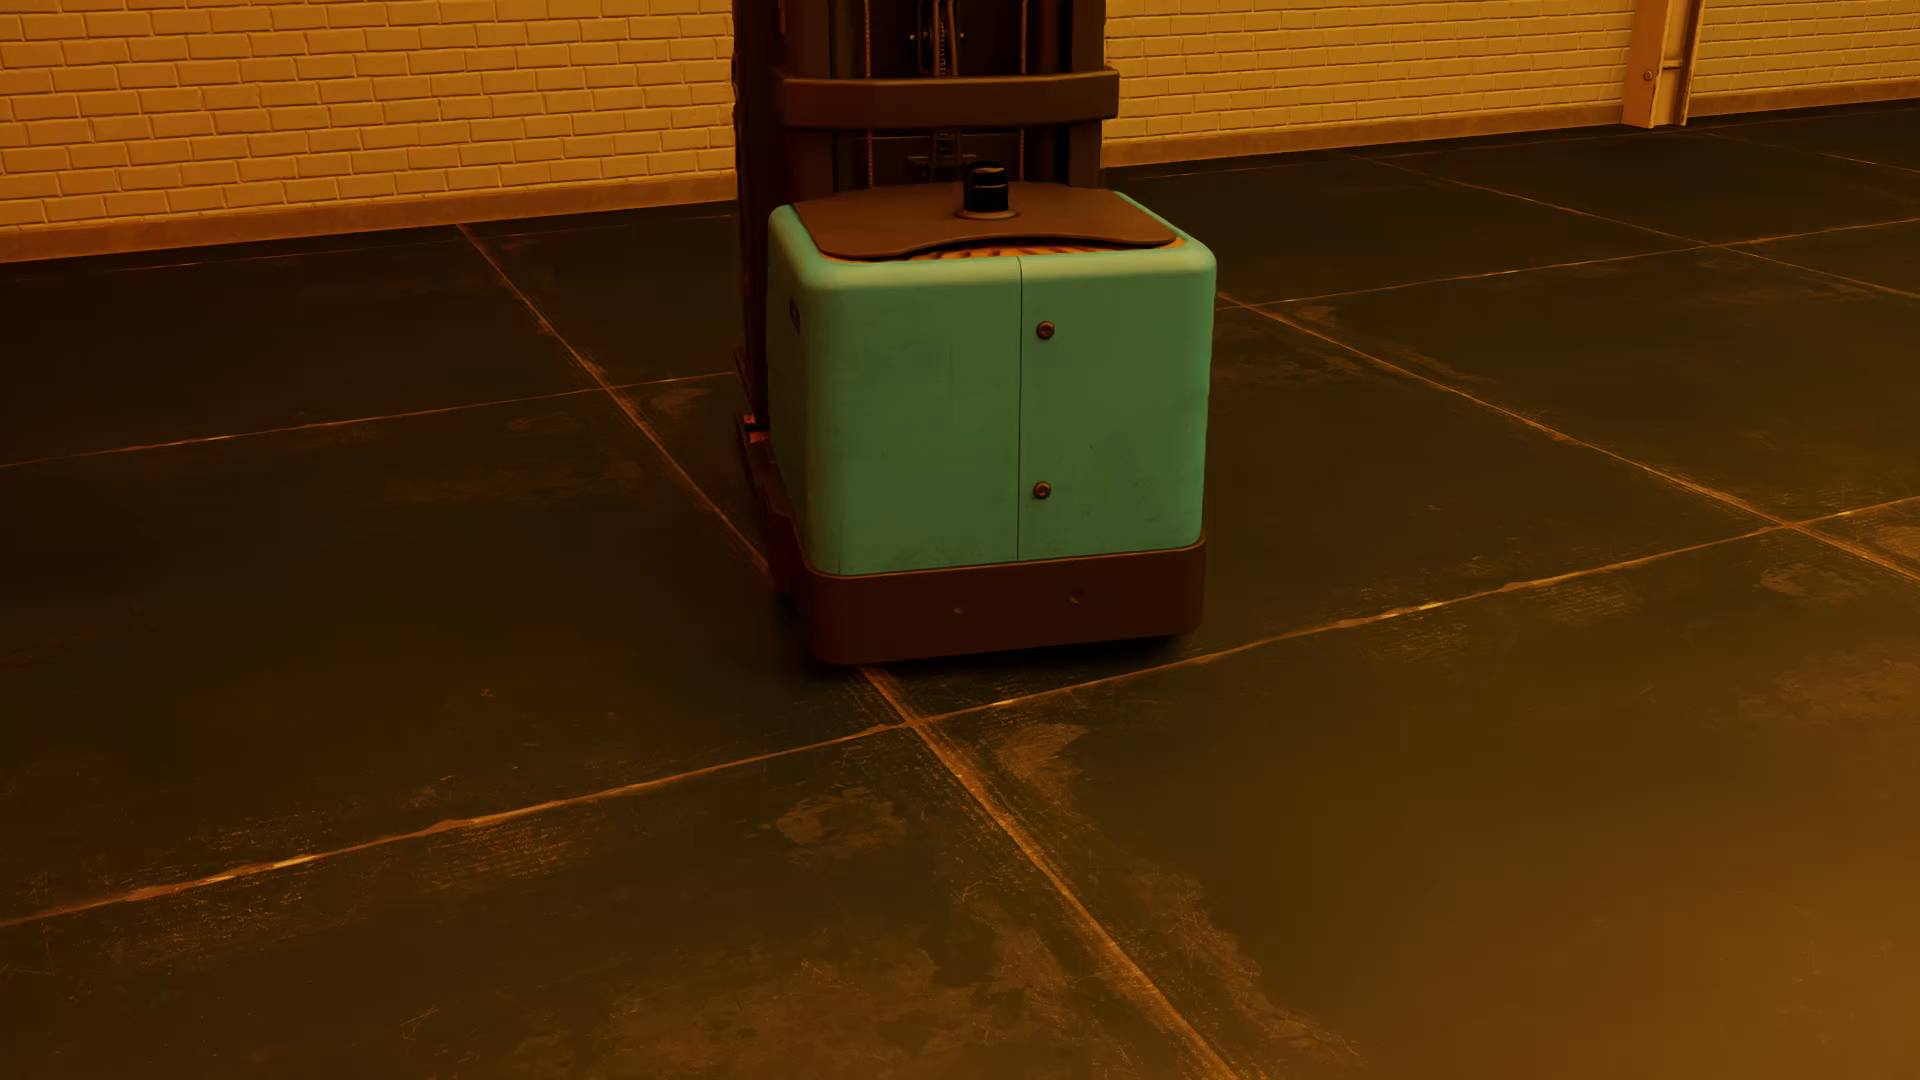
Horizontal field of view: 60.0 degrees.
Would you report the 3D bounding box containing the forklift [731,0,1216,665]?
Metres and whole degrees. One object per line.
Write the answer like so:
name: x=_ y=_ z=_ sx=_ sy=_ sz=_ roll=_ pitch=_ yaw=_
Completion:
forklift: x=-0.166 y=-1.575 z=5.078 sx=1.130 sy=2.935 sz=3.031 roll=-5 pitch=23 yaw=-11
